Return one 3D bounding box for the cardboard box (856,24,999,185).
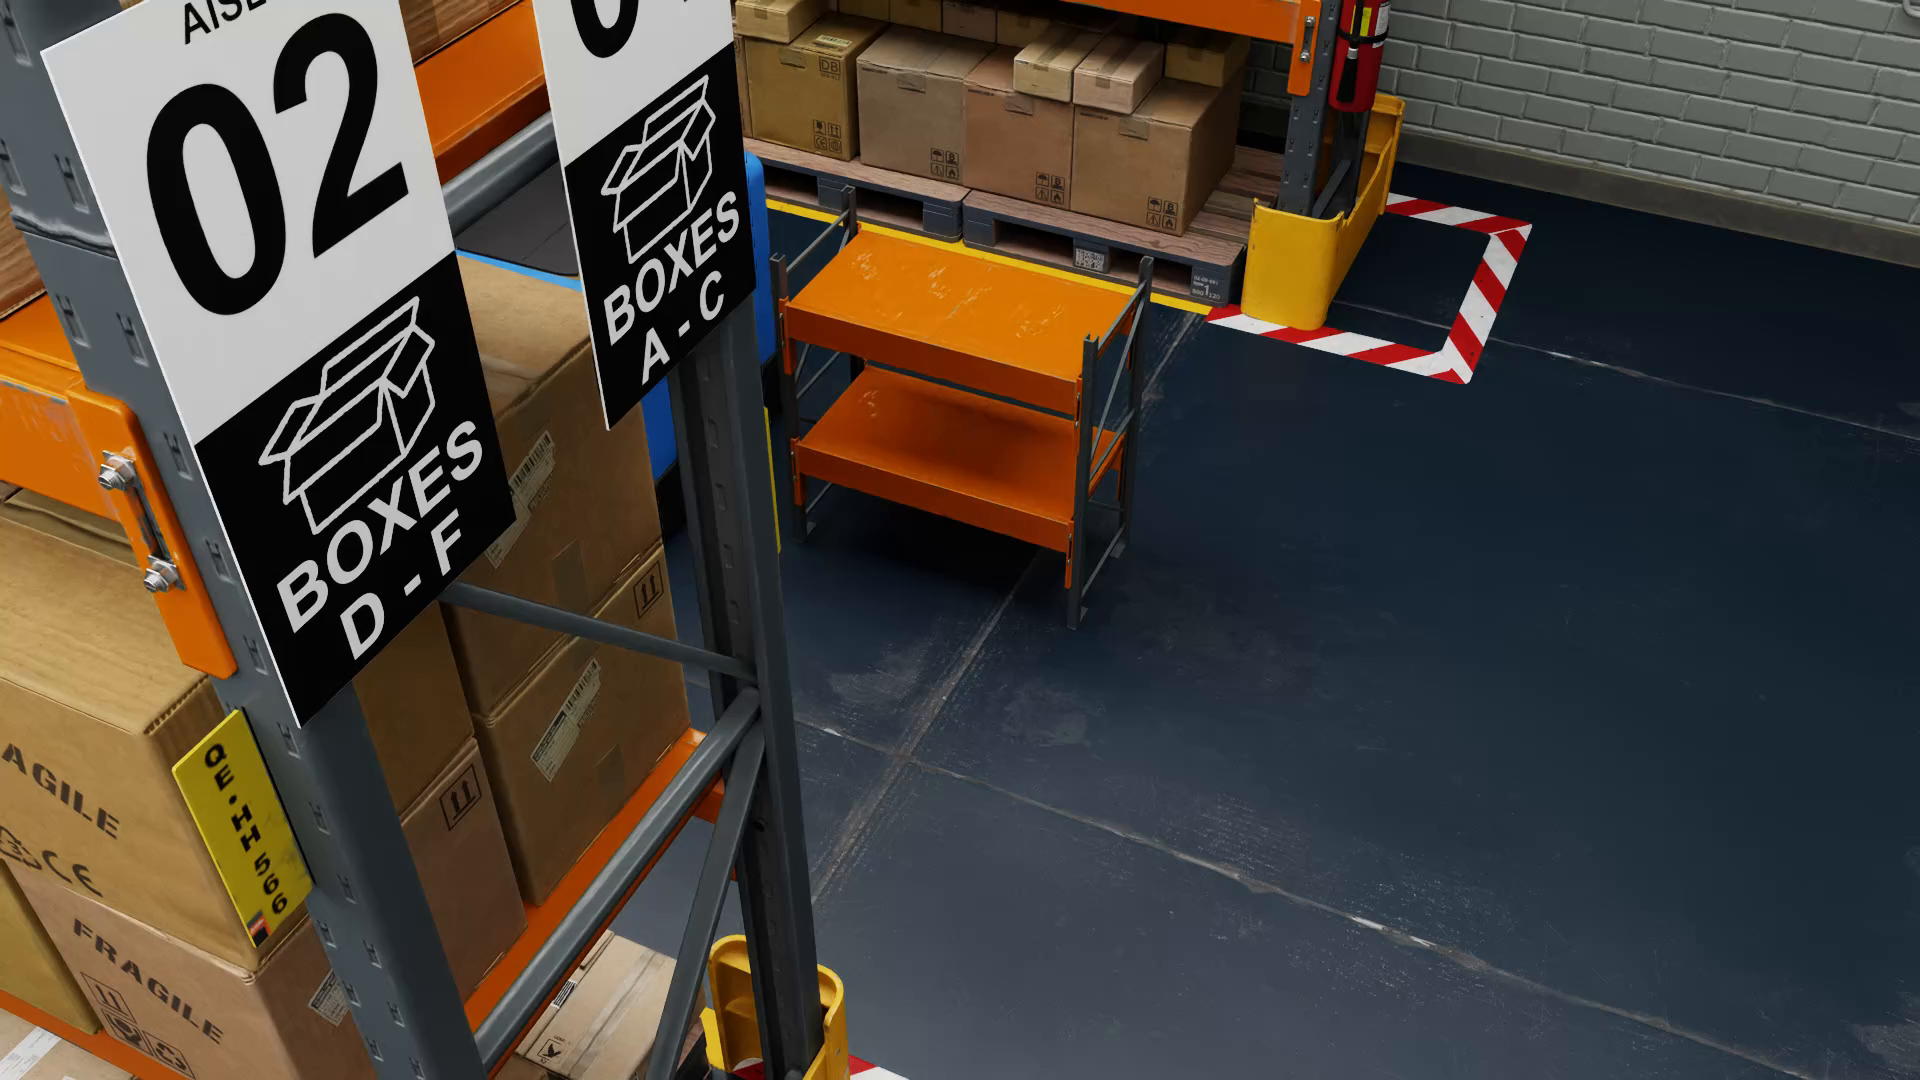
[{"bbox_3d":[-0.074,-1.992,7.346,0.500,0.500,0.700,16,43,17],"label":"cardboard box"}]

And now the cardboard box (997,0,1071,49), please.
[{"bbox_3d":[0.348,-2.253,7.152,0.250,0.149,0.380,17,44,19],"label":"cardboard box"}]

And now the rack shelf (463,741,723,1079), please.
[{"bbox_3d":[-2.391,0.219,3.607,3.809,0.124,0.919,17,44,19],"label":"rack shelf"}]

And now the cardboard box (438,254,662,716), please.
[{"bbox_3d":[-0.869,-0.120,2.759,0.500,0.500,0.500,18,44,20],"label":"cardboard box"}]

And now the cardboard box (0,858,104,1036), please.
[{"bbox_3d":[-1.571,0.433,2.884,0.500,0.500,0.500,17,44,19],"label":"cardboard box"}]

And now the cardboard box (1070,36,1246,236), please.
[{"bbox_3d":[0.836,-1.715,7.026,0.500,0.500,0.700,17,44,19],"label":"cardboard box"}]

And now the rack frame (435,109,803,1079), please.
[{"bbox_3d":[-0.577,0.573,2.799,0.053,2.616,0.949,17,44,19],"label":"rack frame"}]

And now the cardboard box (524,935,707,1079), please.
[{"bbox_3d":[-0.813,1.166,3.955,0.250,0.149,0.380,17,44,19],"label":"cardboard box"}]

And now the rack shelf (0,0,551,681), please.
[{"bbox_3d":[-2.391,-0.840,2.689,4.000,0.370,1.077,17,44,19],"label":"rack shelf"}]

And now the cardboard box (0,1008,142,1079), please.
[{"bbox_3d":[-2.024,1.163,3.882,0.500,0.250,0.500,17,44,19],"label":"cardboard box"}]

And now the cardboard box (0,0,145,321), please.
[{"bbox_3d":[-1.155,-0.488,1.847,0.500,0.250,0.500,17,44,19],"label":"cardboard box"}]

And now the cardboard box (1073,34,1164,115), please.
[{"bbox_3d":[0.643,-1.887,6.730,0.250,0.149,0.380,16,44,18],"label":"cardboard box"}]

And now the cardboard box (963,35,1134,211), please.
[{"bbox_3d":[0.382,-1.853,7.186,0.500,0.500,0.700,17,44,19],"label":"cardboard box"}]

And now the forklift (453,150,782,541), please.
[{"bbox_3d":[-2.215,-1.711,5.486,3.031,2.935,1.130,16,43,18],"label":"forklift"}]

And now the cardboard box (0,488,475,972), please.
[{"bbox_3d":[-1.098,0.199,2.390,0.500,0.500,0.500,17,44,18],"label":"cardboard box"}]

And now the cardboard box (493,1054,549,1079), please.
[{"bbox_3d":[-1.175,1.349,3.476,0.500,0.500,0.500,17,44,19],"label":"cardboard box"}]

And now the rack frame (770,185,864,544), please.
[{"bbox_3d":[-0.455,-0.564,5.542,0.032,1.125,0.500,17,44,19],"label":"rack frame"}]

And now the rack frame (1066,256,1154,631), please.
[{"bbox_3d":[0.467,-0.282,5.217,0.032,1.125,0.500,17,44,19],"label":"rack frame"}]

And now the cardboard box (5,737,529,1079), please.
[{"bbox_3d":[-1.099,0.575,2.720,0.500,0.500,0.500,18,44,20],"label":"cardboard box"}]

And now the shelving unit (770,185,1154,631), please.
[{"bbox_3d":[0.006,-0.423,5.379,1.048,1.125,0.538,17,44,19],"label":"shelving unit"}]

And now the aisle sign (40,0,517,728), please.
[{"bbox_3d":[-0.646,-0.207,1.713,0.004,0.787,0.394,17,44,19],"label":"aisle sign"}]

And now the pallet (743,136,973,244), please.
[{"bbox_3d":[-0.347,-1.826,7.696,1.213,0.211,1.003,17,44,19],"label":"pallet"}]

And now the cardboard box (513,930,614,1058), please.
[{"bbox_3d":[-1.039,1.090,4.029,0.250,0.166,0.380,17,44,19],"label":"cardboard box"}]

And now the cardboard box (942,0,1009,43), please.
[{"bbox_3d":[0.117,-2.324,7.233,0.250,0.149,0.380,18,44,19],"label":"cardboard box"}]

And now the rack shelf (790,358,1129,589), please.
[{"bbox_3d":[0.006,-0.238,5.540,1.000,0.278,0.538,17,44,19],"label":"rack shelf"}]

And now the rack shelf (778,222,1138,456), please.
[{"bbox_3d":[0.006,-0.644,5.188,1.000,0.278,0.538,17,44,19],"label":"rack shelf"}]

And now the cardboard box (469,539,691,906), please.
[{"bbox_3d":[-0.869,0.258,3.086,0.500,0.500,0.500,18,44,20],"label":"cardboard box"}]

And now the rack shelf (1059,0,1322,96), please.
[{"bbox_3d":[-0.300,-2.648,7.064,4.000,0.370,1.077,17,44,19],"label":"rack shelf"}]

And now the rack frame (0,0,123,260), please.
[{"bbox_3d":[-0.578,-1.692,0.832,0.127,3.000,1.000,17,44,19],"label":"rack frame"}]

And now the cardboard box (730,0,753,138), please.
[{"bbox_3d":[-1.024,-2.279,7.677,0.500,0.500,0.700,17,44,18],"label":"cardboard box"}]

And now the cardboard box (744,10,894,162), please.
[{"bbox_3d":[-0.560,-2.136,7.512,0.500,0.500,0.700,18,44,20],"label":"cardboard box"}]
